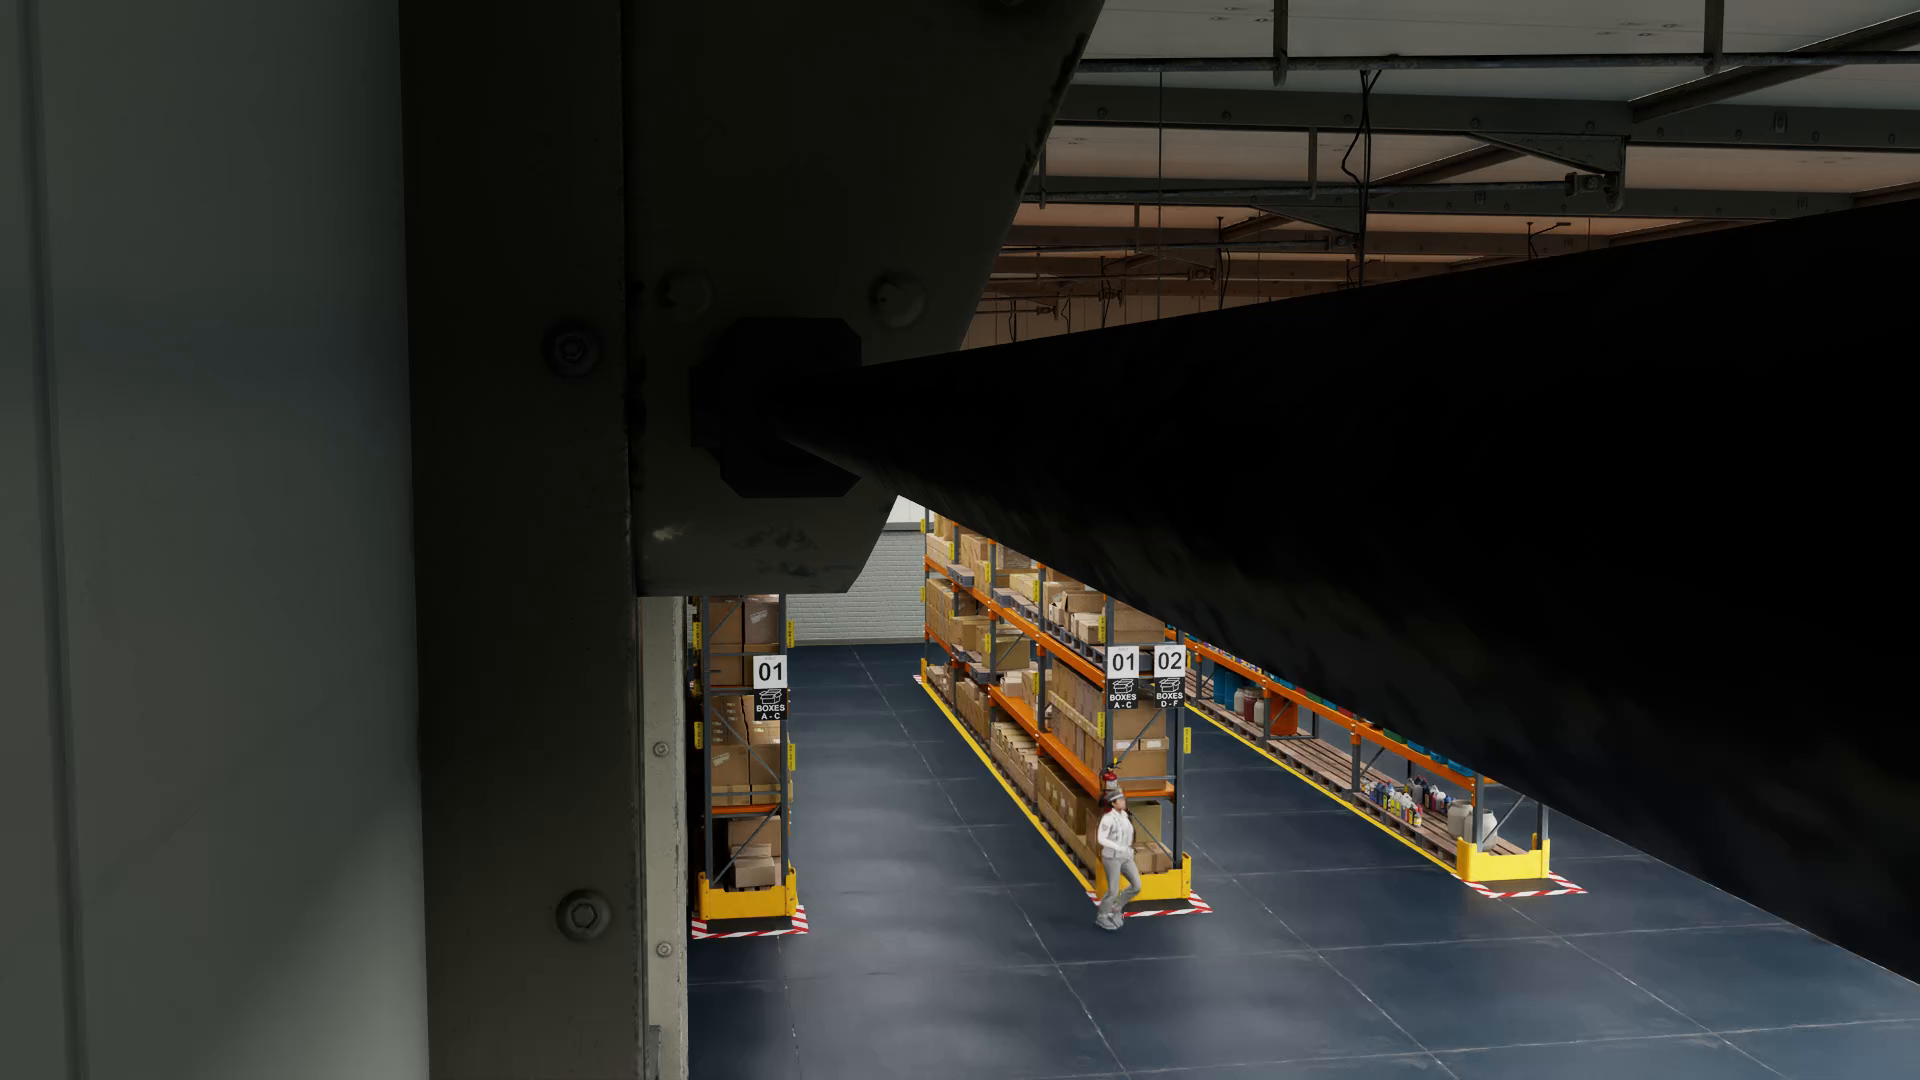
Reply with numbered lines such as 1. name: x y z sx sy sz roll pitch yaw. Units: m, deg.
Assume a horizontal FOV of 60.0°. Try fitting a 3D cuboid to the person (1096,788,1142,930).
1. person: 1.898 3.764 19.666 0.515 1.677 0.635 5 7 44
